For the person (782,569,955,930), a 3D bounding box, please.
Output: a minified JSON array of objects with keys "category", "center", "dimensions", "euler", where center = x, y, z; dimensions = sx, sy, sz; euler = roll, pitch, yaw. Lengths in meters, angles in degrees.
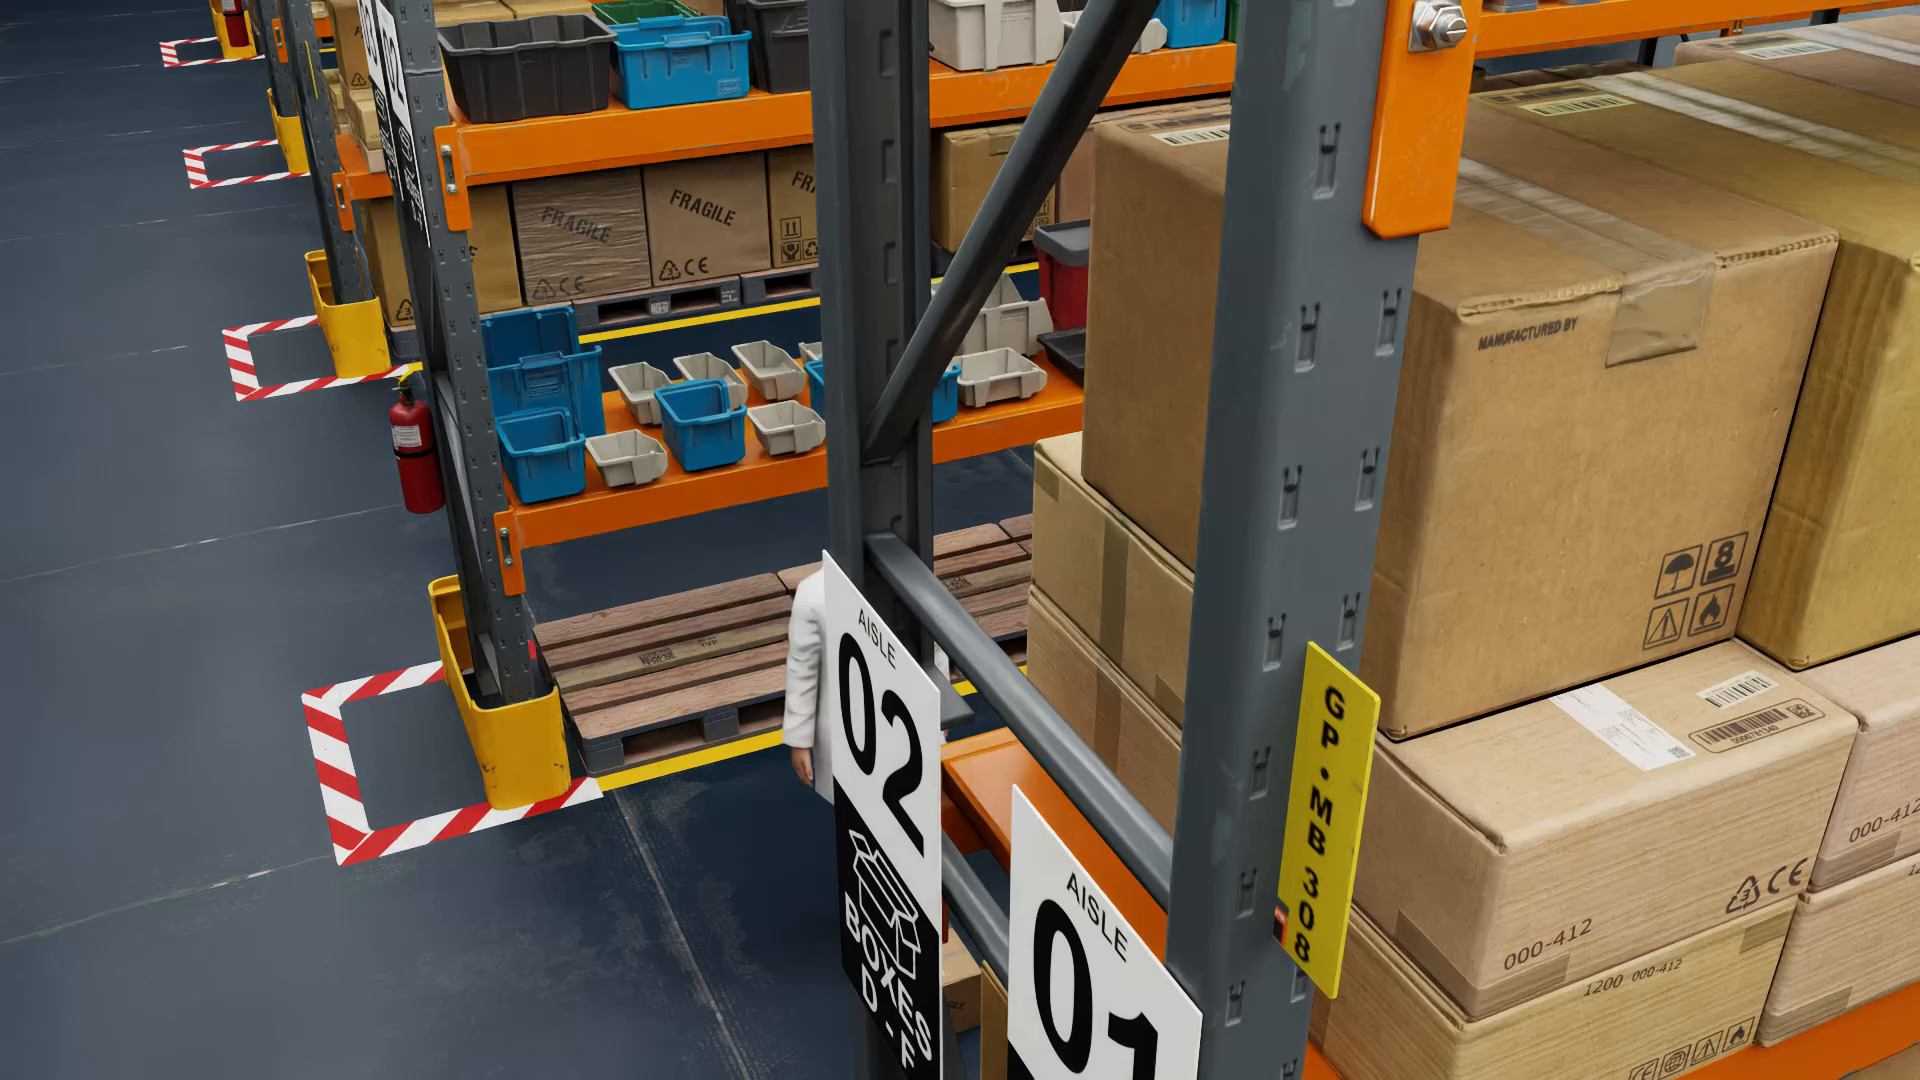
[{"category":"person","center":[-0.300,0.723,5.869],"dimensions":[0.643,1.830,0.467],"euler":[-8,30,-15]}]
